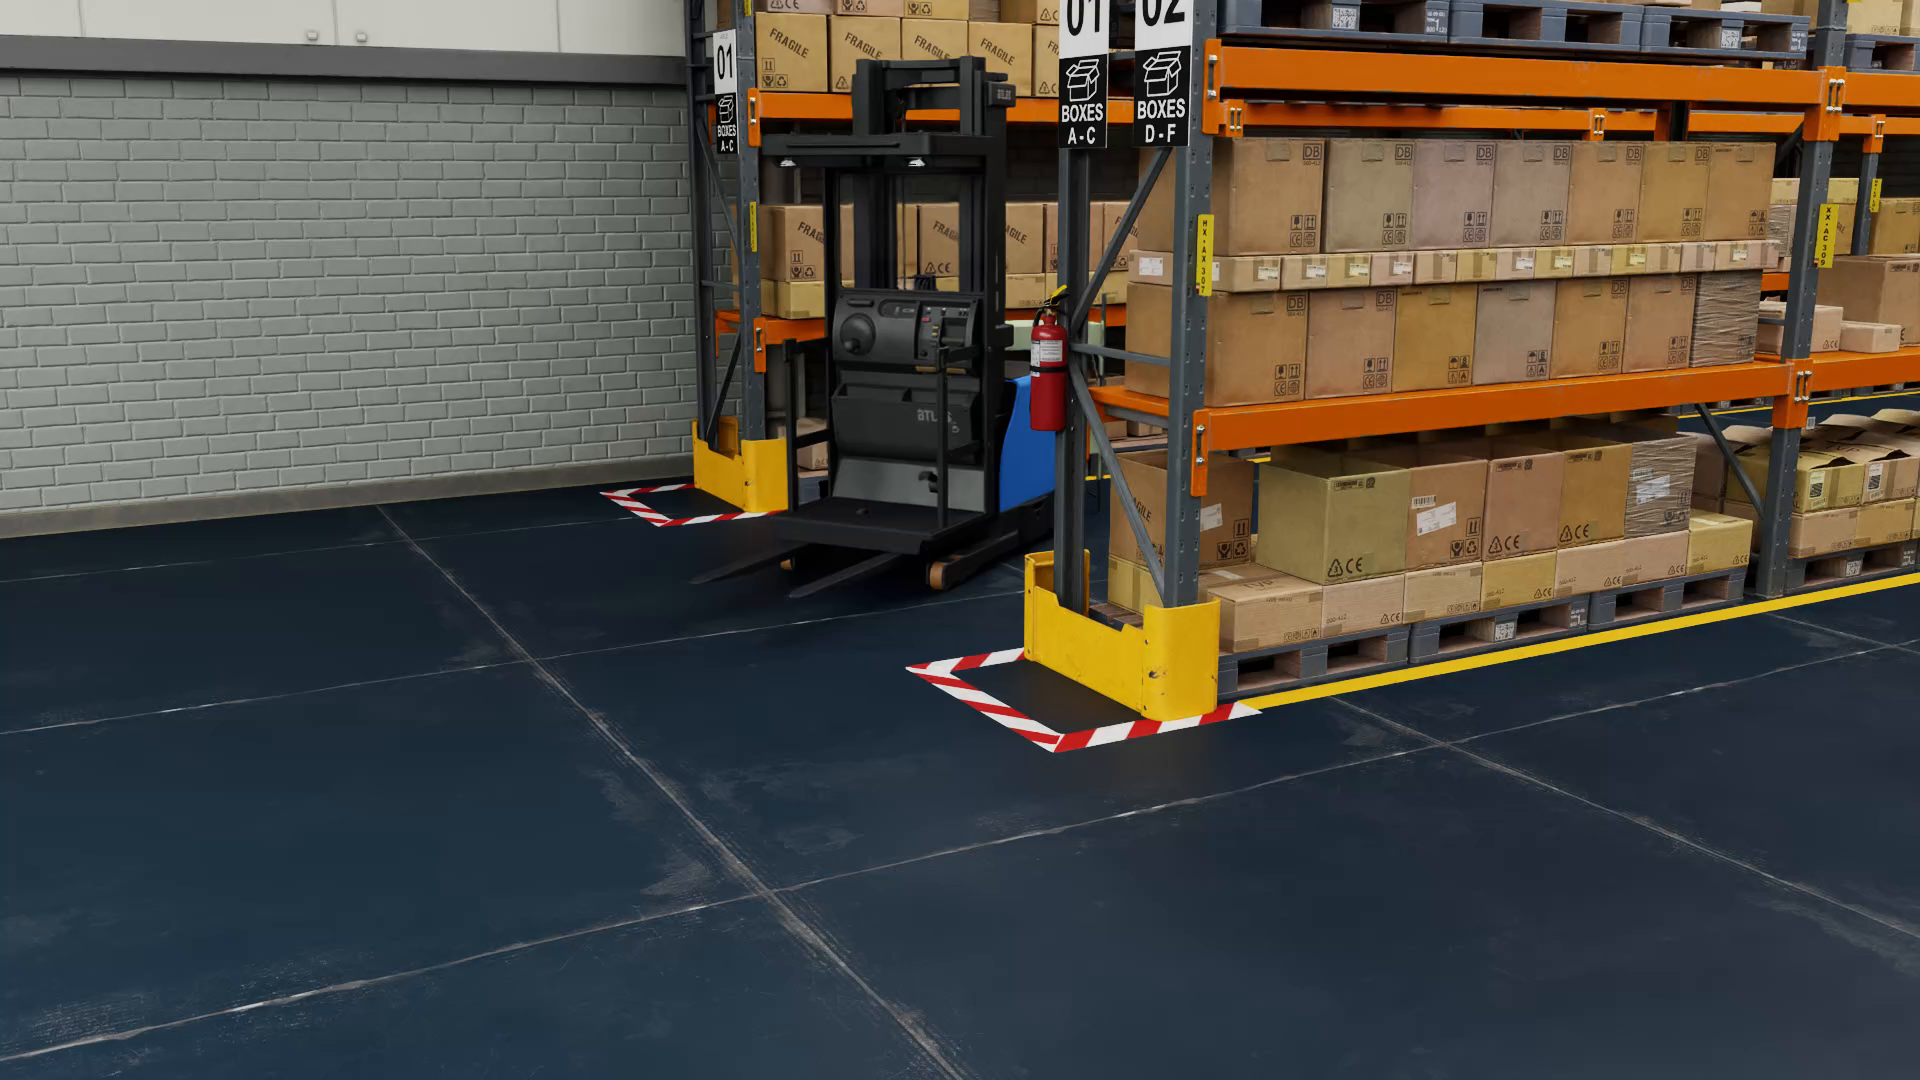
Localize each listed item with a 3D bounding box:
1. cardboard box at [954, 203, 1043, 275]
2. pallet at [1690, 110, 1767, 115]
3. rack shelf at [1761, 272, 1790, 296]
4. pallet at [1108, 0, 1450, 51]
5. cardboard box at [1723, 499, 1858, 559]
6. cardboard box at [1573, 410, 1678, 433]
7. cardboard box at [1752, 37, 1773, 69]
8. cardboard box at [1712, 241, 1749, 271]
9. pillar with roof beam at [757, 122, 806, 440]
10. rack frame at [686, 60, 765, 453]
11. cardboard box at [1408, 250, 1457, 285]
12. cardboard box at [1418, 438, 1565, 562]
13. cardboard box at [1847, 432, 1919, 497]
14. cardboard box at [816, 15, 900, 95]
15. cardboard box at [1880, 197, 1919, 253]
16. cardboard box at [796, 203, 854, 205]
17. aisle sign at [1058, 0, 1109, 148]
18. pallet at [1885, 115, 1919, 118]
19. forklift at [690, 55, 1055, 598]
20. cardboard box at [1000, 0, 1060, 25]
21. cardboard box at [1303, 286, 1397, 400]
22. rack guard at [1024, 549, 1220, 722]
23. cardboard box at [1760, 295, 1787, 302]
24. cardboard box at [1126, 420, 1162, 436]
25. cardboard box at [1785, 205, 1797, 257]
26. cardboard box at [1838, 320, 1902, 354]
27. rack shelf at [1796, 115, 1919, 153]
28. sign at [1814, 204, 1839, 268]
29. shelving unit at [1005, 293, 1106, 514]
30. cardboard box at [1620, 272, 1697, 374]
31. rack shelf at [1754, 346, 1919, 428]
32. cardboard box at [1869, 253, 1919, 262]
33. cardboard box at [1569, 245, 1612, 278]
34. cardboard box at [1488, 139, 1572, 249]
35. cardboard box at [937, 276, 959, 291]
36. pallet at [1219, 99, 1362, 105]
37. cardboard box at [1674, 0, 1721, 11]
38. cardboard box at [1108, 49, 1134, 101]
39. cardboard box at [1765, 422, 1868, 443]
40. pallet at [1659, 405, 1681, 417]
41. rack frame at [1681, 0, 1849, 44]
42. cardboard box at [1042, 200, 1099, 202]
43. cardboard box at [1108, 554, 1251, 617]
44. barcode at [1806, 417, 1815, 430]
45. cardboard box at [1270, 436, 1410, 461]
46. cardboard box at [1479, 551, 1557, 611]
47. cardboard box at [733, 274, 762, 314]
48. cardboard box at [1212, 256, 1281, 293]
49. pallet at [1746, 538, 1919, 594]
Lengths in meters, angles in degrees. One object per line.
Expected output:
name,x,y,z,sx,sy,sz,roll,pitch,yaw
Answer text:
cardboard box,0.269,-2.220,12.231,0.500,0.500,0.500,-6,14,-26
pallet,6.905,-4.175,15.926,1.213,0.211,1.003,-6,14,-25
rack shelf,7.141,-2.467,16.377,4.000,0.370,1.077,-7,14,-28
pallet,1.373,-2.301,7.372,1.213,0.211,1.003,-7,14,-28
cardboard box,4.724,-0.090,9.485,0.500,0.250,0.500,-7,15,-29
cardboard box,3.694,-0.473,9.478,0.500,0.500,0.500,-7,14,-28
cardboard box,7.614,-4.613,16.211,0.500,0.500,0.700,-7,15,-29
cardboard box,3.897,-1.502,8.746,0.250,0.149,0.380,-7,15,-29
pillar with roof beam,0.626,-4.103,8.346,0.400,9.000,9.100,-7,14,-28
rack frame,-1.636,-1.766,11.623,0.127,3.000,1.000,-7,14,-28
cardboard box,2.093,-1.285,7.784,0.250,0.149,0.380,-7,15,-30
cardboard box,2.636,-0.212,8.316,0.500,0.500,0.500,-7,14,-28
cardboard box,5.629,-0.471,9.900,0.500,0.311,0.500,-7,15,-30
cardboard box,-0.735,-3.324,11.444,0.500,0.500,0.500,-6,14,-24
cardboard box,10.024,-3.304,17.776,0.700,0.700,0.980,-7,15,-29
cardboard box,-0.878,-2.210,12.185,0.500,0.500,0.500,-7,14,-27
aisle sign,0.542,-2.129,7.319,0.004,0.787,0.394,-7,14,-28
pallet,10.689,-4.660,17.853,1.213,0.211,1.003,-7,14,-28
forklift,-0.418,-1.256,9.513,1.130,2.935,3.031,6,14,26
cardboard box,0.635,-3.975,12.056,0.500,0.500,0.500,-7,15,-30
cardboard box,1.615,-0.963,7.829,0.500,0.500,0.700,-6,14,-26
rack guard,0.719,0.410,7.646,0.348,0.500,1.175,-7,14,-28
cardboard box,8.388,-2.091,17.008,0.750,0.750,0.750,-7,14,-27
cardboard box,1.419,-0.957,13.480,0.250,0.166,0.380,-9,16,-35
cardboard box,8.169,-3.079,16.509,0.500,0.500,0.500,-7,14,-27
cardboard box,5.127,-1.164,9.520,0.250,0.149,0.380,-7,14,-28
rack shelf,10.652,-4.351,17.917,4.000,0.370,1.077,-7,14,-28
sign,4.519,-1.587,8.675,0.005,0.325,0.100,-7,14,-28
shelving unit,0.557,-0.929,11.319,0.755,1.500,0.431,-4,13,-16
cardboard box,3.405,-1.176,8.777,0.500,0.500,0.700,-7,14,-28
rack shelf,6.007,-1.092,10.267,4.000,0.370,1.077,-7,14,-28
cardboard box,5.835,-1.467,10.068,0.500,0.500,0.500,-7,14,-28
cardboard box,3.000,-1.394,8.268,0.250,0.149,0.380,-6,14,-26
cardboard box,2.543,-1.708,8.183,0.500,0.500,0.700,-7,14,-28
cardboard box,-0.157,-1.802,12.082,0.500,0.250,0.500,-7,15,-29
pallet,2.468,-3.603,13.382,1.003,0.211,1.213,-7,14,-28
cardboard box,3.683,-3.016,8.842,0.500,0.500,0.500,-6,14,-23
cardboard box,1.100,-3.557,12.478,0.500,0.500,0.500,-8,15,-33
cardboard box,5.362,-0.575,10.362,0.500,0.311,0.500,-7,14,-28
pallet,6.114,-1.315,15.973,1.213,0.211,1.003,-7,14,-28
rack frame,4.251,-4.159,8.594,0.127,3.000,1.000,-7,14,-28
cardboard box,0.906,-2.426,13.146,0.500,0.500,0.500,-7,14,-28
cardboard box,1.070,0.212,8.143,0.500,0.250,0.500,-7,14,-28
barcode,4.675,-0.642,9.137,0.075,0.075,0.001,-7,14,-28
cardboard box,1.939,-0.263,8.542,0.500,0.500,0.500,-7,14,-28
cardboard box,2.635,0.154,8.399,0.500,0.250,0.500,-7,14,-28
cardboard box,-1.319,-1.789,12.022,0.500,0.250,0.500,-7,14,-27
cardboard box,1.188,-1.177,7.300,0.250,0.149,0.380,-7,14,-28
pallet,4.879,0.043,9.937,1.213,0.211,1.003,-7,14,-28
